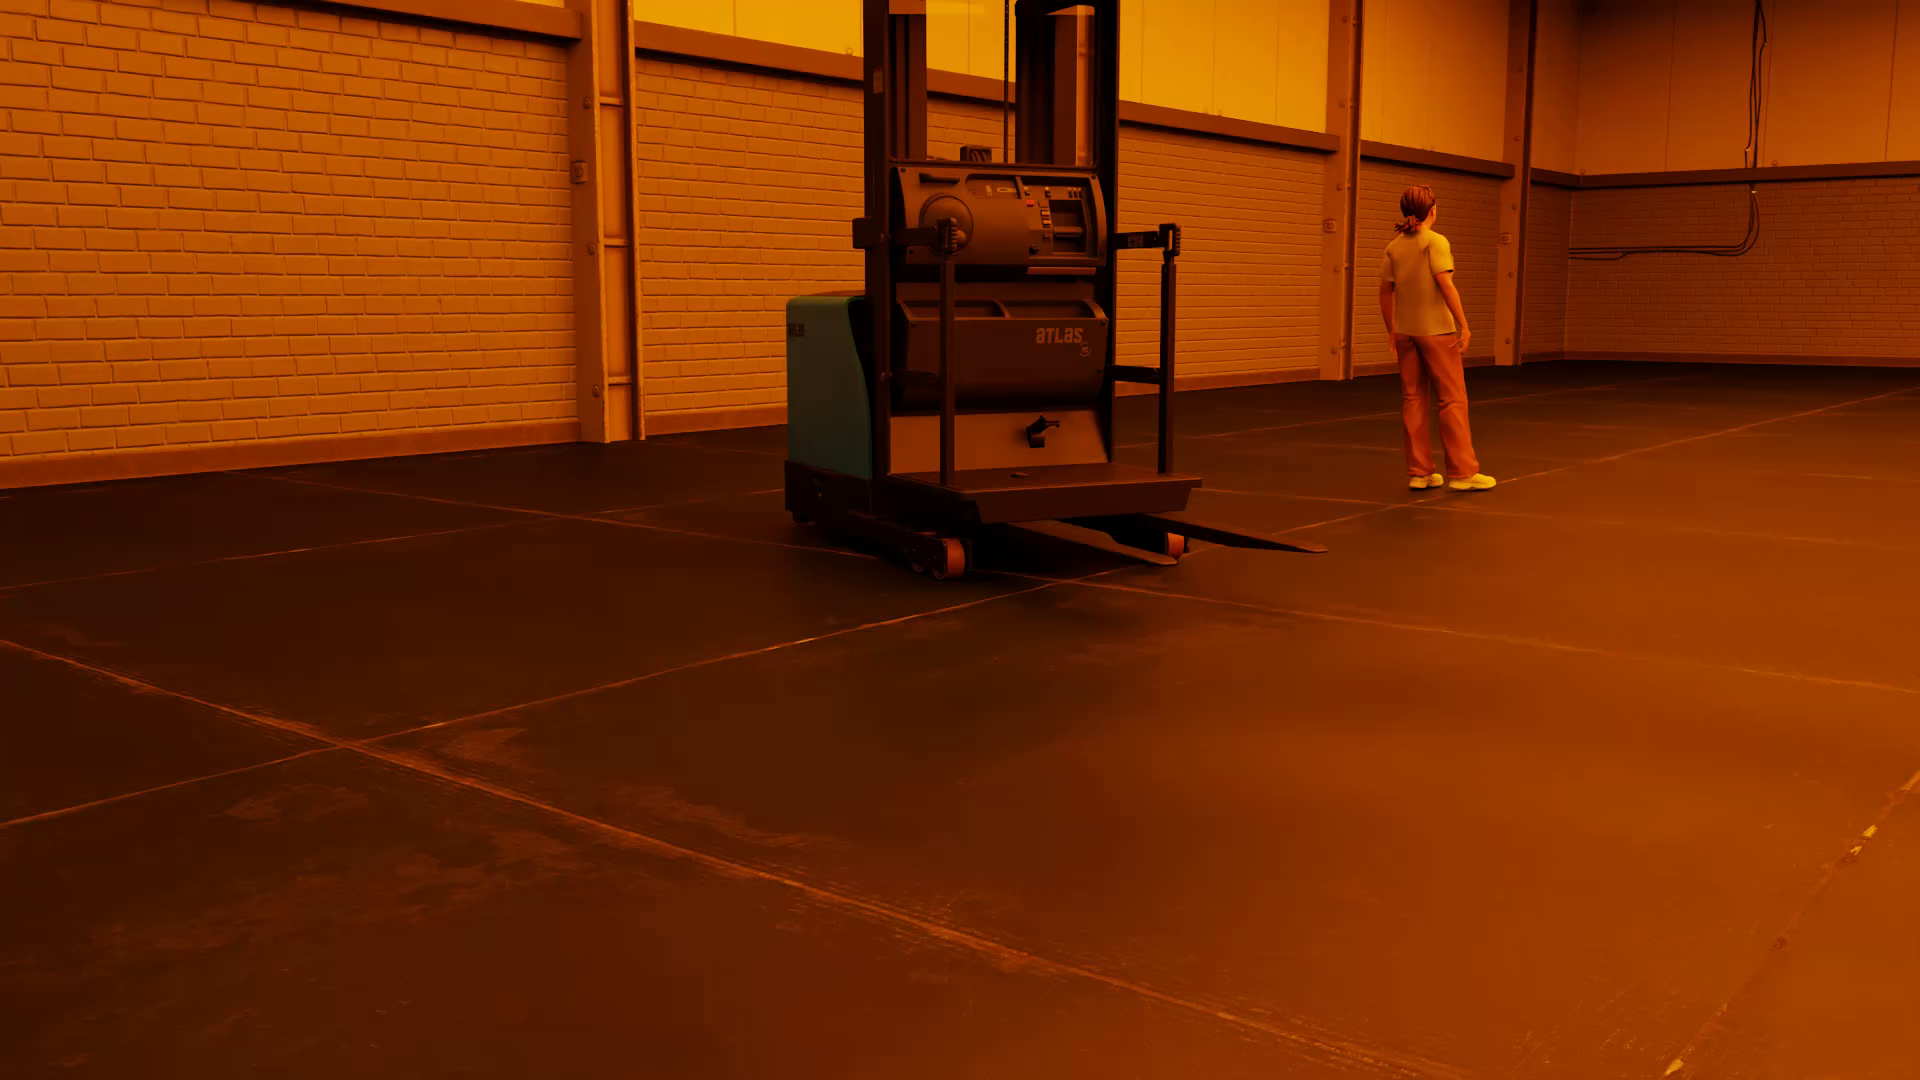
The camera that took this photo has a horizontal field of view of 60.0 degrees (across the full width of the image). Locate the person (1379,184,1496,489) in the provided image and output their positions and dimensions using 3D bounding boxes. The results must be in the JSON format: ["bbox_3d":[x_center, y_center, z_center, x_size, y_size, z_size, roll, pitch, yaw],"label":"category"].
[{"bbox_3d":[2.641,-1.126,9.264,0.549,1.674,0.555,-6,10,-35],"label":"person"}]

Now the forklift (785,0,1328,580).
[{"bbox_3d":[0.276,-1.370,6.641,1.130,2.935,3.031,-4,9,-26],"label":"forklift"}]
